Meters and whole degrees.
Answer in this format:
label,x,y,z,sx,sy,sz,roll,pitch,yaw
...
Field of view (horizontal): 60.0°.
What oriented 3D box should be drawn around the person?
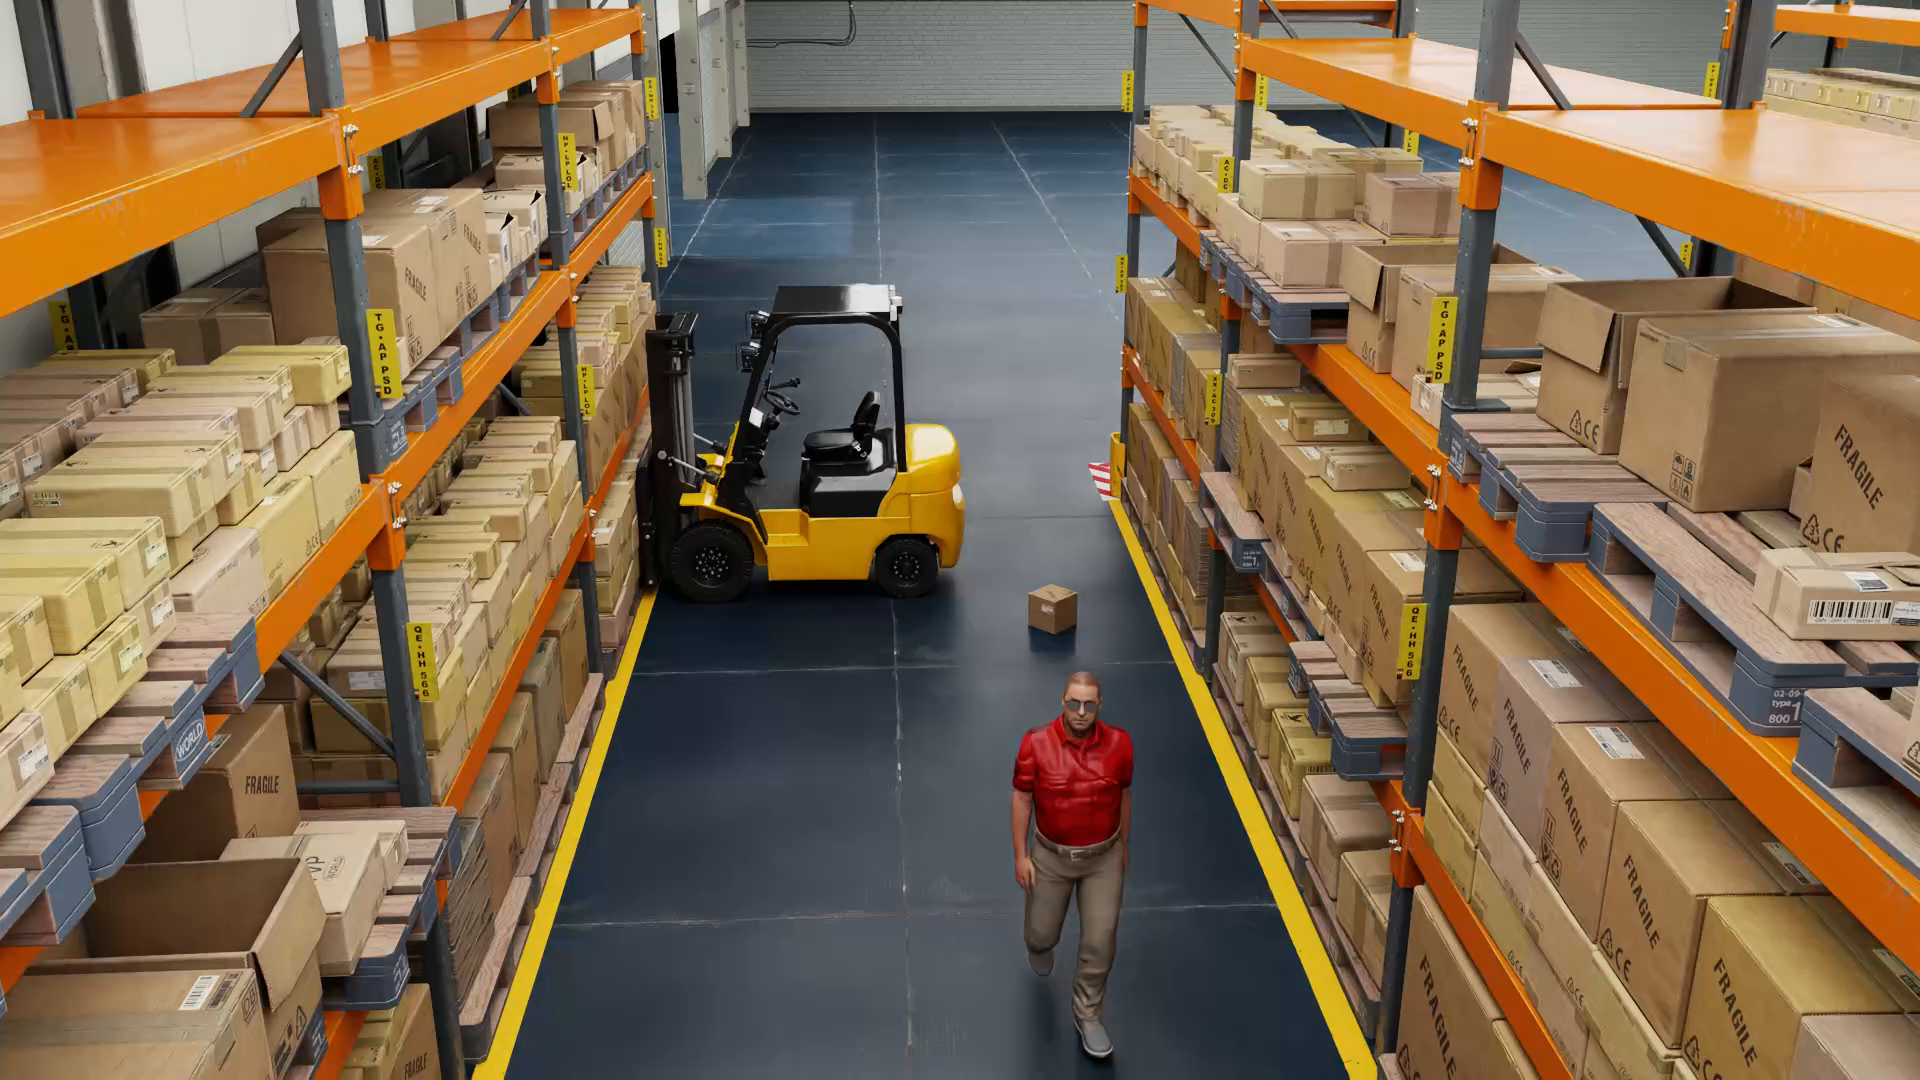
label,x,y,z,sx,sy,sz,roll,pitch,yaw
person,0.491,1.366,7.363,0.542,1.694,0.789,-1,20,-3
